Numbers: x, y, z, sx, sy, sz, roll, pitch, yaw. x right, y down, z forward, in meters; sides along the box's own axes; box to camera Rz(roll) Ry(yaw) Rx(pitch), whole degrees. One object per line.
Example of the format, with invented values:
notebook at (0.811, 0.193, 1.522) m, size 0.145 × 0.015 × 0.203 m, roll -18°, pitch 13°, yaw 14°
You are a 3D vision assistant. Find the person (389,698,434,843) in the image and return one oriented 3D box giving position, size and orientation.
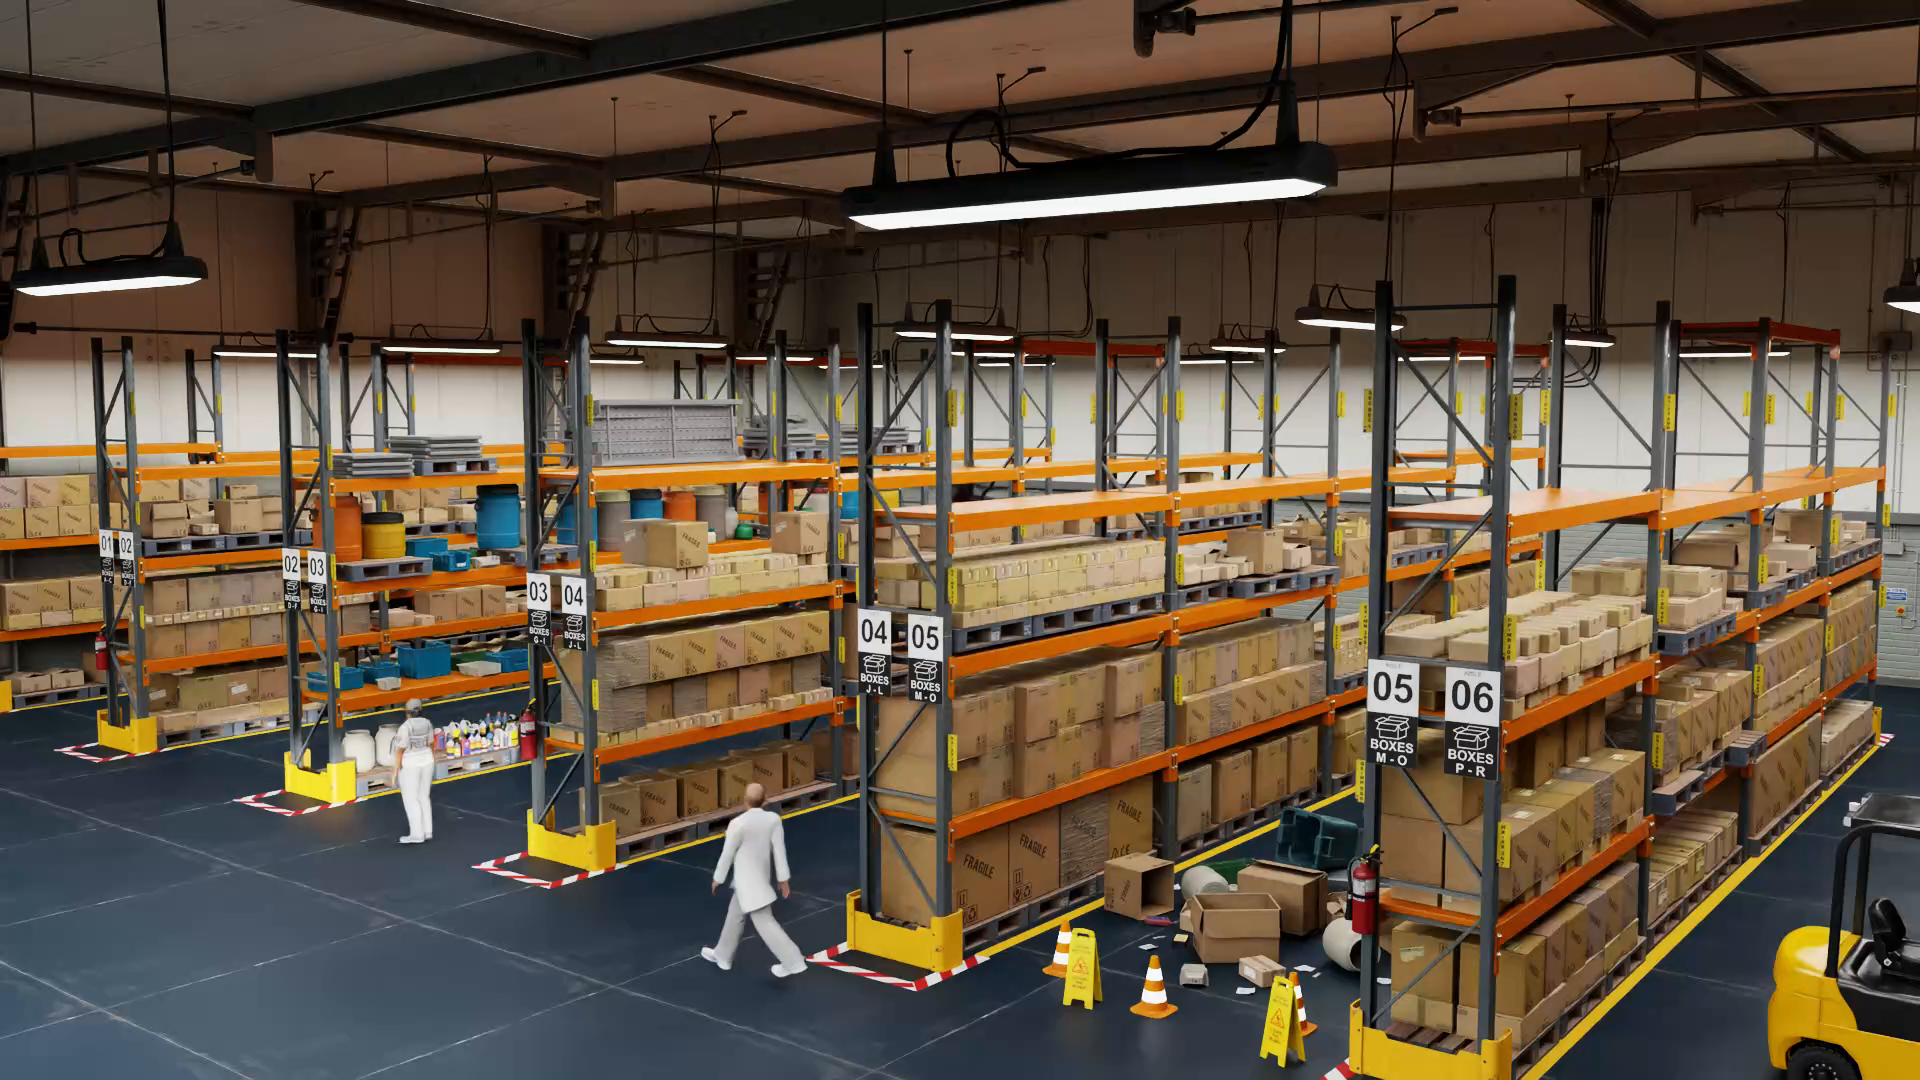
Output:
person at (-6.341, 2.681, 19.233) m, size 0.405 × 1.698 × 0.571 m, roll 2°, pitch 6°, yaw 26°

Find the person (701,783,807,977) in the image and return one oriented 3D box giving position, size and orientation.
person at (-1.859, 3.012, 14.777) m, size 1.118 × 1.737 × 0.526 m, roll 1°, pitch 5°, yaw 12°
